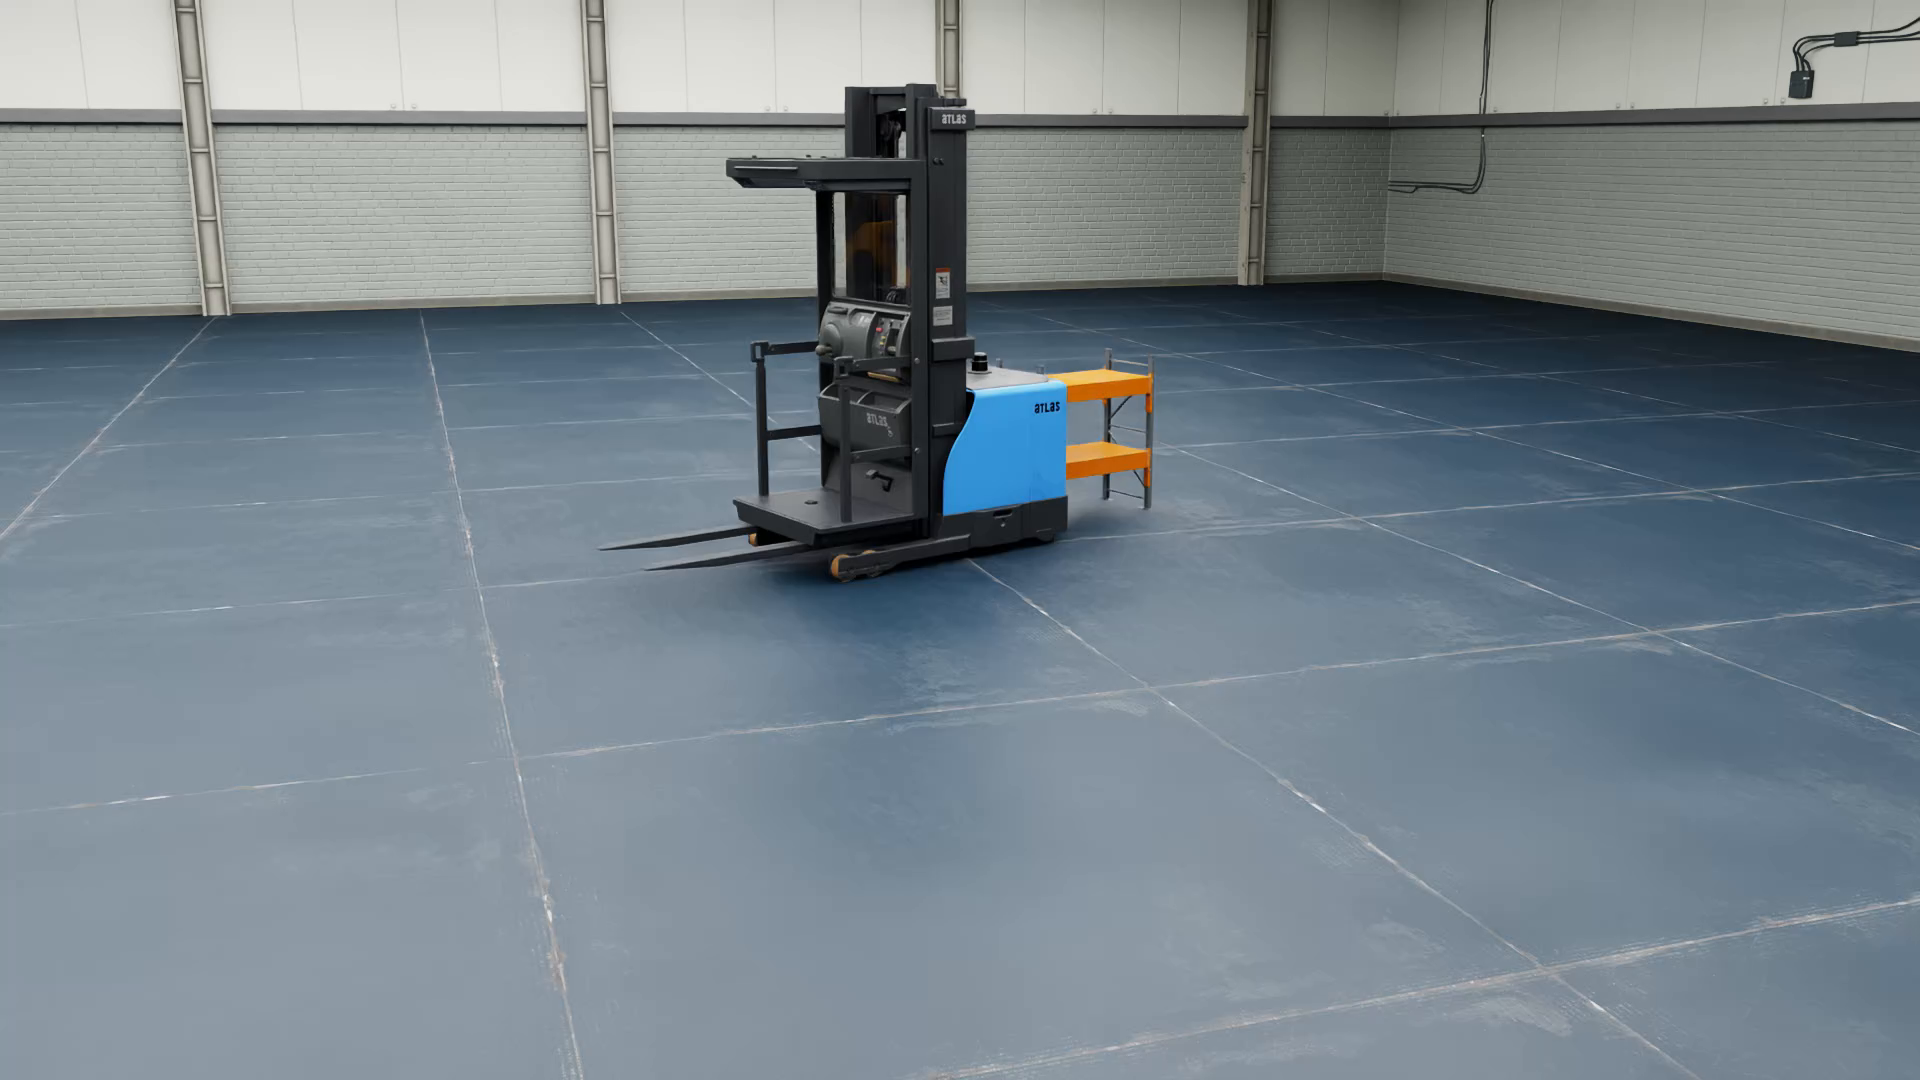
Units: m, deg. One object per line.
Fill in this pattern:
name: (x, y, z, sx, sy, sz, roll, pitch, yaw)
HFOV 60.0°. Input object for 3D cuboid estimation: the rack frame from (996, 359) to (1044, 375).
rack frame: (0.408, -0.670, 11.530, 0.032, 1.125, 0.500, -10, 16, -35)

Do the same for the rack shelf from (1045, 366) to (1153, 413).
rack shelf: (0.817, -1.025, 11.757, 1.000, 0.278, 0.538, -10, 16, -35)

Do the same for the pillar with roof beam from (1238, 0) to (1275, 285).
pillar with roof beam: (6.870, -8.273, 26.478, 0.400, 9.000, 9.100, -4, 14, -18)

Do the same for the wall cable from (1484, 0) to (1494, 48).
wall cable: (9.574, -9.498, 27.423, 0.112, 2.526, 3.097, -4, 14, -18)

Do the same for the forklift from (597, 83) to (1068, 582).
forklift: (-0.768, -1.311, 10.319, 3.031, 2.935, 1.130, -10, 16, -35)

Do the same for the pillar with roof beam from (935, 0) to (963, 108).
pillar with roof beam: (1.183, -7.830, 24.617, 0.400, 9.000, 9.100, -4, 14, -18)

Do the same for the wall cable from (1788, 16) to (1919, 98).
wall cable: (11.724, -8.716, 20.991, 0.169, 6.003, 2.305, -4, 14, -18)

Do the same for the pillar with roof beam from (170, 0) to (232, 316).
pillar with roof beam: (-10.190, -6.945, 20.893, 0.400, 9.000, 9.100, -4, 14, -18)

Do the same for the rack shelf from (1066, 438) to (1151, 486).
rack shelf: (0.817, -0.502, 11.881, 1.000, 0.278, 0.538, -10, 16, -35)

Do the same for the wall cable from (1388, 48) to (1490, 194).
wall cable: (8.711, -7.634, 30.502, 0.112, 2.526, 3.097, -4, 14, -18)

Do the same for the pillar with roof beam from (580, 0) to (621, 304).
pillar with roof beam: (-4.503, -7.388, 22.755, 0.400, 9.000, 9.100, -4, 14, -18)

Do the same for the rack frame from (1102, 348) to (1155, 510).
rack frame: (1.225, -0.810, 12.119, 0.032, 1.125, 0.500, -10, 16, -35)

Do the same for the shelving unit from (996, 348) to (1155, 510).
shelving unit: (0.817, -0.740, 11.824, 1.048, 1.125, 0.538, -10, 16, -35)
